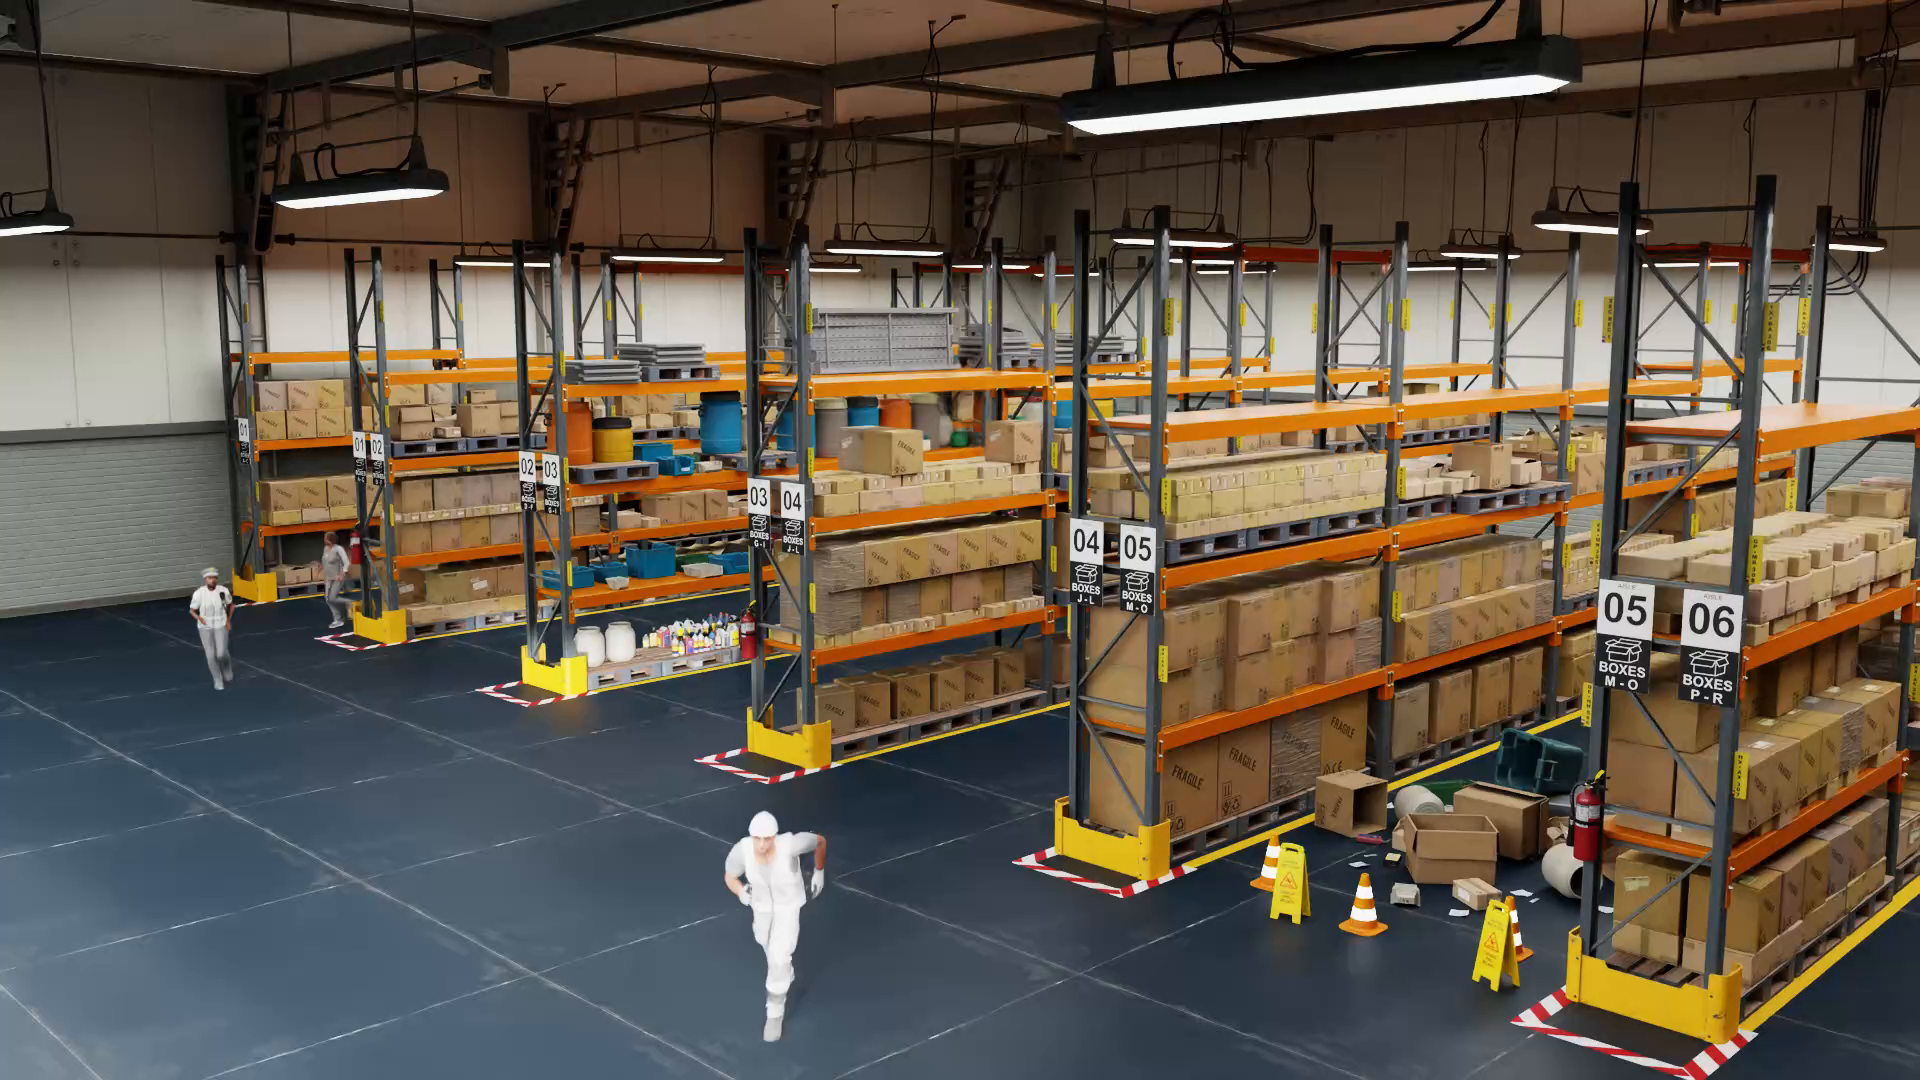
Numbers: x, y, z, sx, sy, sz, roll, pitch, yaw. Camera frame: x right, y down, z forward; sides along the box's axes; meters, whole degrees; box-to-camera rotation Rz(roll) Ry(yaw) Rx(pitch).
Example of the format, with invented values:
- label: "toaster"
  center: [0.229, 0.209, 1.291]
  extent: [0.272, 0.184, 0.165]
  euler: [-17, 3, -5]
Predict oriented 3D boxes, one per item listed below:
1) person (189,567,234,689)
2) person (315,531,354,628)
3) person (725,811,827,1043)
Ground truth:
- label: "person"
  center: [-10.043, 1.188, 22.373]
  extent: [0.563, 1.670, 0.573]
  euler: [-4, 9, -25]
- label: "person"
  center: [-10.026, 0.626, 26.737]
  extent: [0.560, 1.565, 0.576]
  euler: [5, 9, 31]
- label: "person"
  center: [-1.304, 2.686, 11.948]
  extent: [0.707, 1.721, 1.026]
  euler: [1, 8, 5]
